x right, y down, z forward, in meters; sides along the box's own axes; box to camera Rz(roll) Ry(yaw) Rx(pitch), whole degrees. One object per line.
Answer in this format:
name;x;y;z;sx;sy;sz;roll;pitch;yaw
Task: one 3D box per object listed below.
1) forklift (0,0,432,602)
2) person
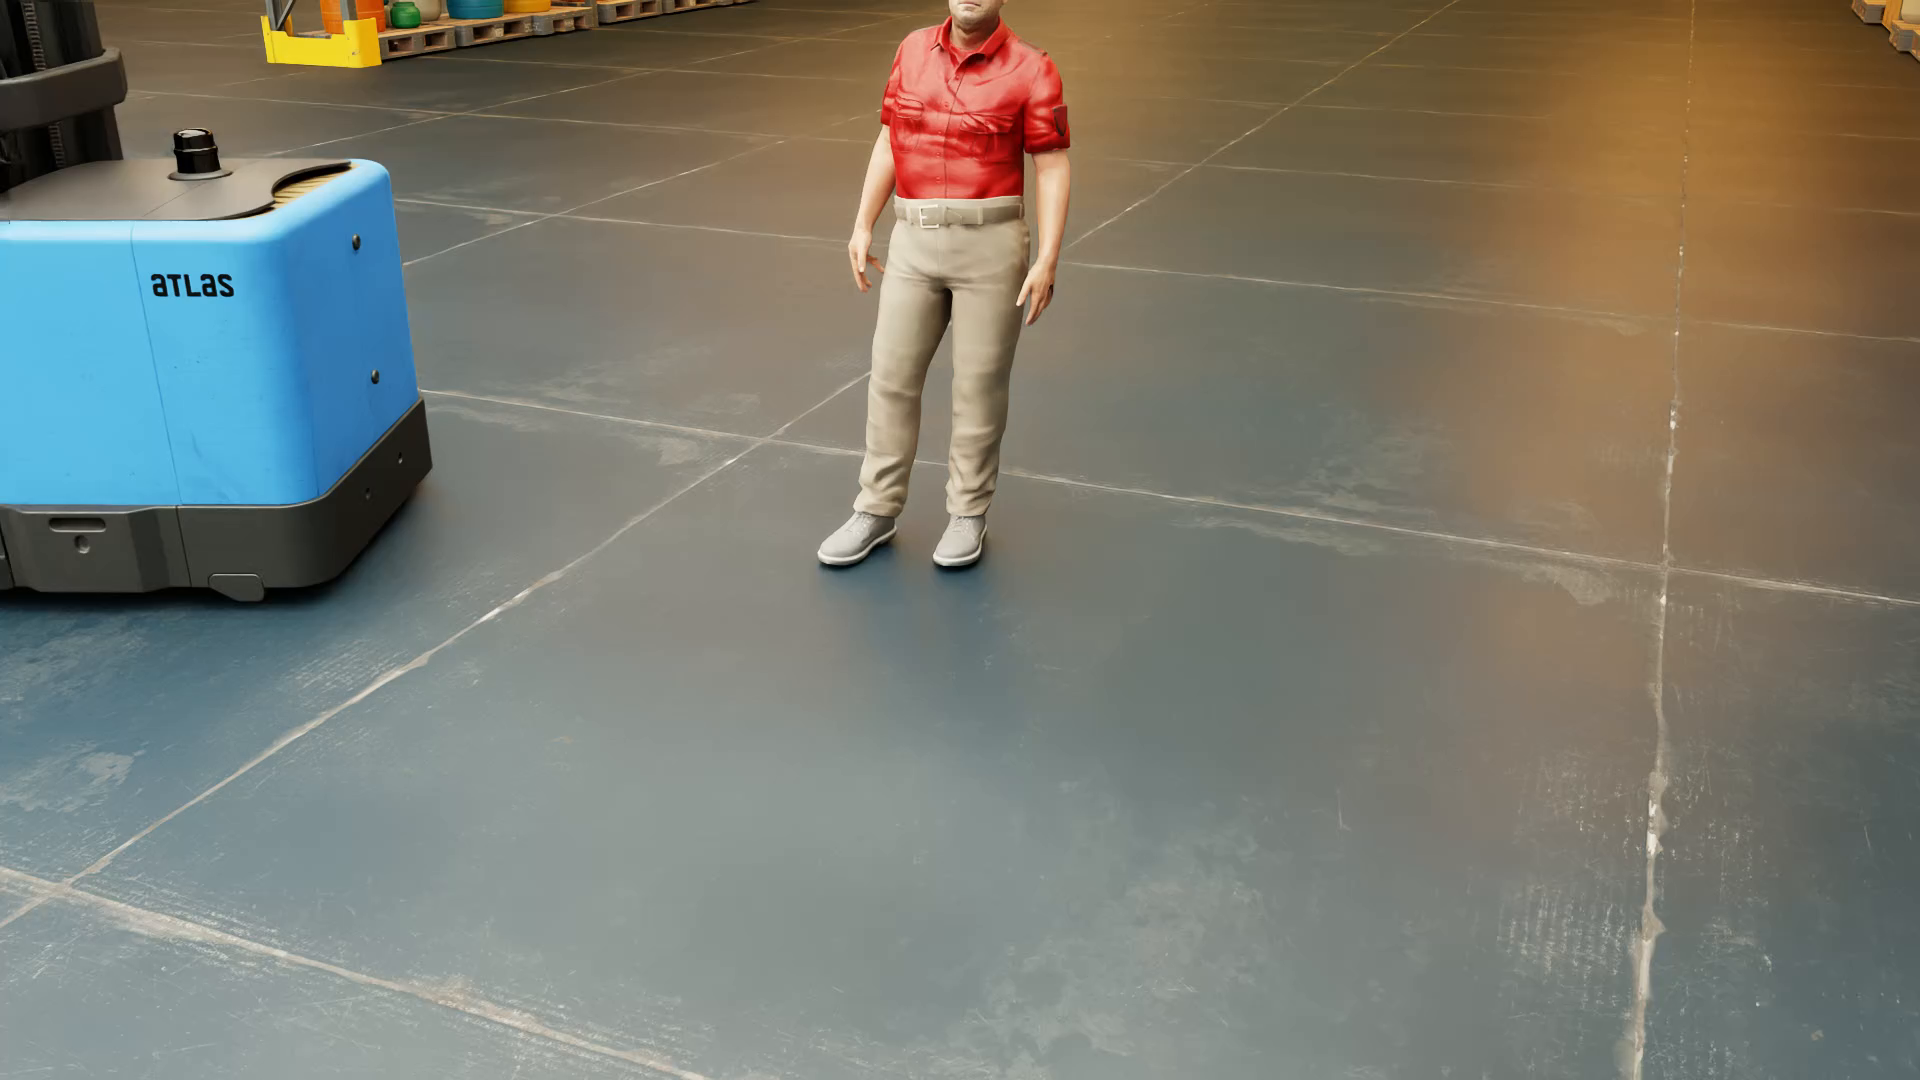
forklift;-3.253;-1.359;4.543;3.031;2.935;1.130;0;23;0
person;-0.046;-0.774;4.685;0.640;1.727;0.551;9;24;21
